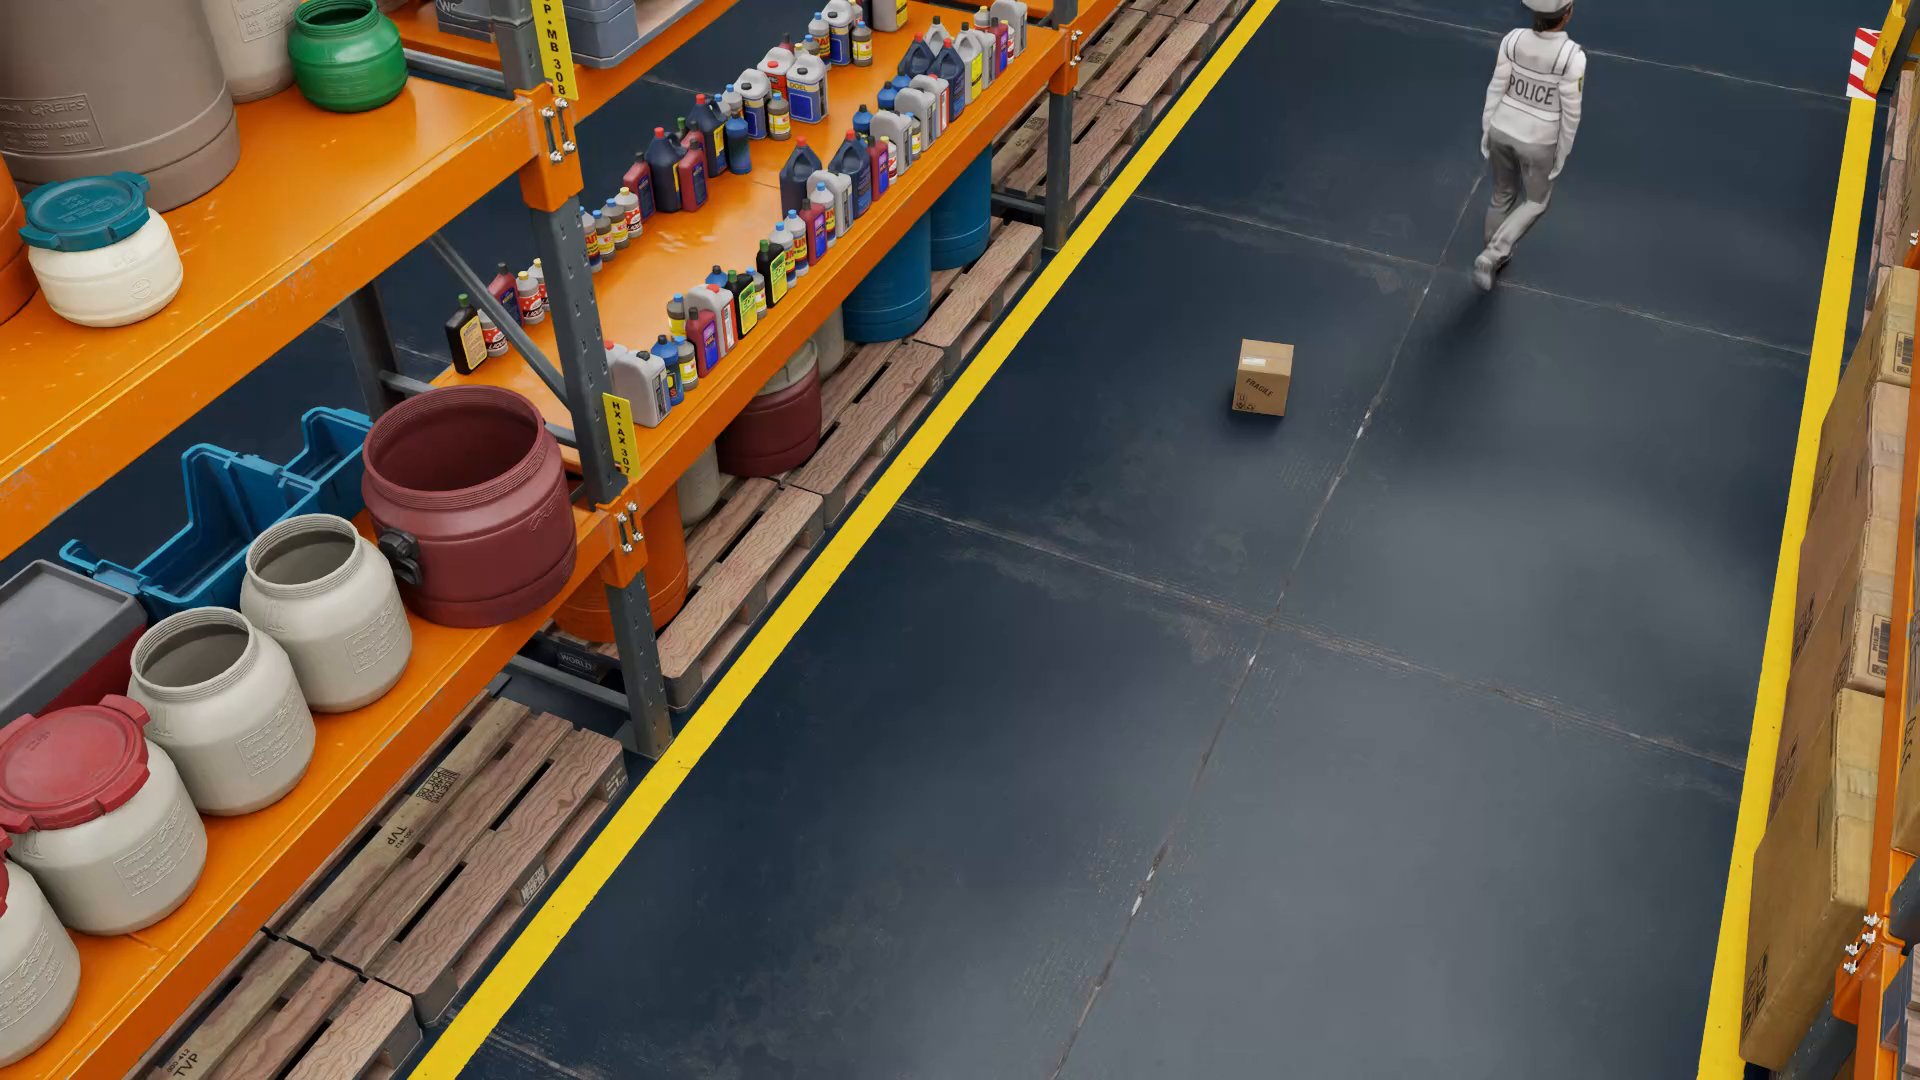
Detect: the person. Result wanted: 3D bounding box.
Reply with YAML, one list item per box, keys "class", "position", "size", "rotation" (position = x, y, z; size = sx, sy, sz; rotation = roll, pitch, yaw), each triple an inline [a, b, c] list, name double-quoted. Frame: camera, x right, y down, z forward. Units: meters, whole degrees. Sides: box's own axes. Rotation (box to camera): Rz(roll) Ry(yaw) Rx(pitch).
- class: "person"
  position: [2.825, -2.008, 8.327]
  size: [0.490, 1.670, 0.657]
  rotation: [30, 50, 29]
